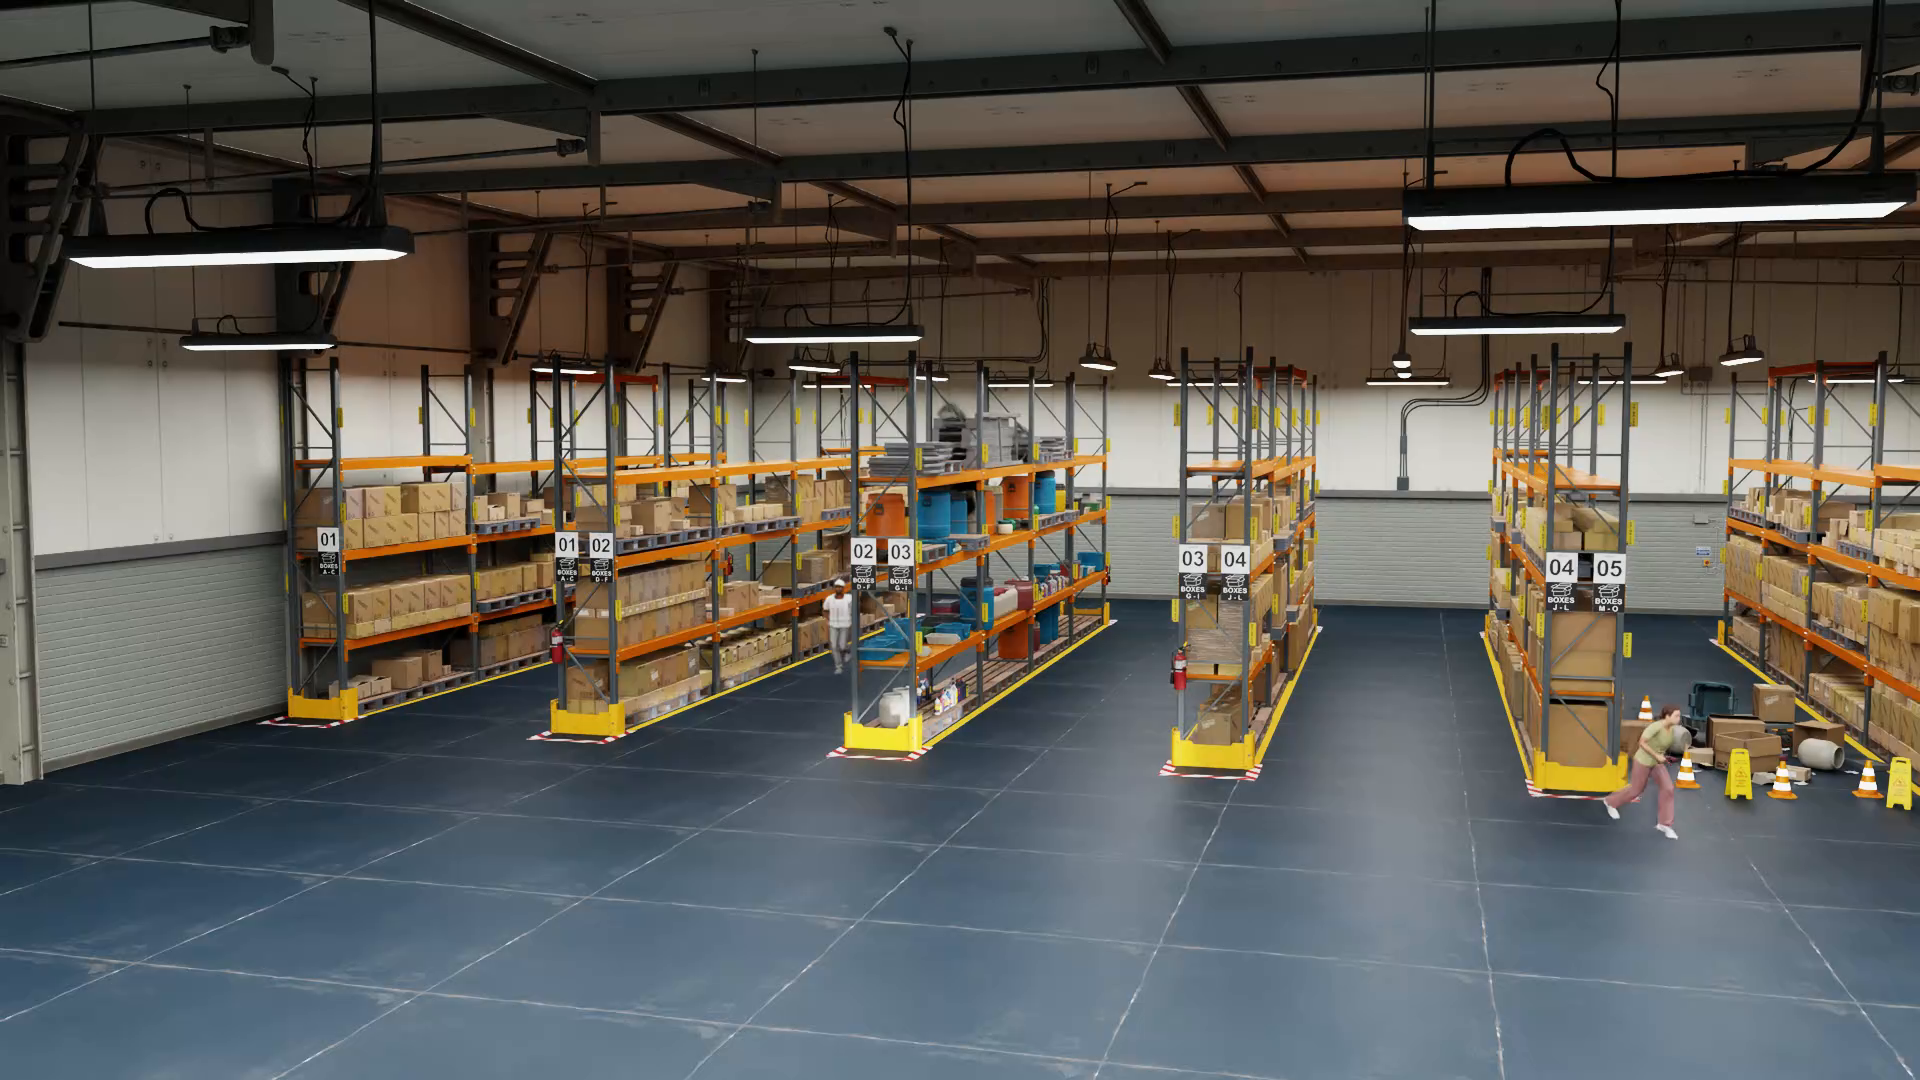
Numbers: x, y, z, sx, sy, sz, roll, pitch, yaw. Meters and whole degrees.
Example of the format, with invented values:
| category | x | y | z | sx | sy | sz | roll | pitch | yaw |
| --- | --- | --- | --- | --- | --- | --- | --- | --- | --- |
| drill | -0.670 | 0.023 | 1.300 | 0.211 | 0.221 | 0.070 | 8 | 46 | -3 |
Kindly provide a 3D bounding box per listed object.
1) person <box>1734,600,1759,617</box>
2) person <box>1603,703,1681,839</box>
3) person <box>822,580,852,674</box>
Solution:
| category | x | y | z | sx | sy | sz | roll | pitch | yaw |
| --- | --- | --- | --- | --- | --- | --- | --- | --- | --- |
| person | 17.974 | 1.466 | 37.864 | 0.678 | 1.530 | 0.710 | 0 | 4 | 5 |
| person | 8.290 | 2.743 | 20.181 | 0.613 | 1.624 | 1.004 | -4 | 5 | -40 |
| person | -2.224 | 1.594 | 30.804 | 0.702 | 1.738 | 0.598 | 1 | 4 | 9 |
